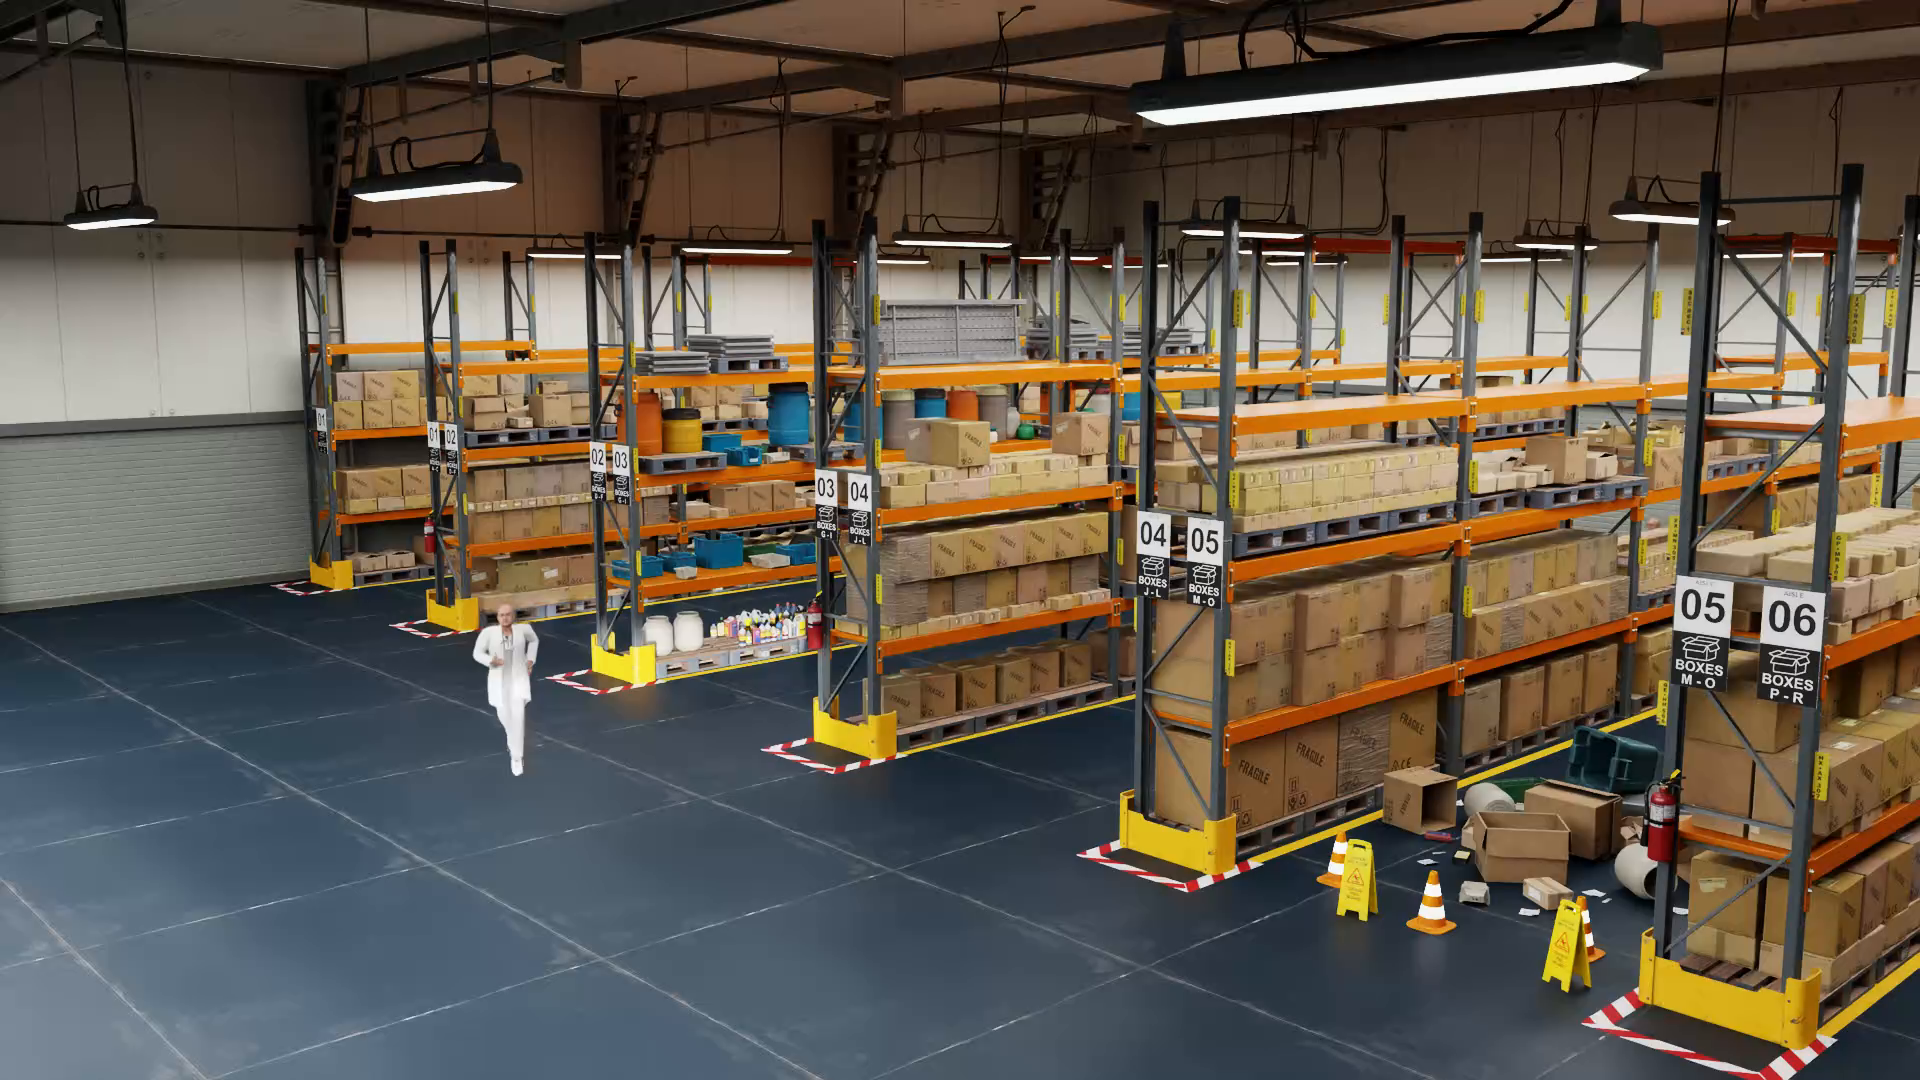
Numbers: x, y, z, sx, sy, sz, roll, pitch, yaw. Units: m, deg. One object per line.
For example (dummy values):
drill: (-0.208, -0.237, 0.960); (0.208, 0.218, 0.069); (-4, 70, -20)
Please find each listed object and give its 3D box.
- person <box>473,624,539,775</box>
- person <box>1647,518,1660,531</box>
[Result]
person: (-5.033, 1.705, 18.485); (0.669, 1.632, 1.108); (-1, 8, -7)
person: (10.572, 0.557, 25.476); (1.052, 1.787, 0.730); (-6, 10, -35)
